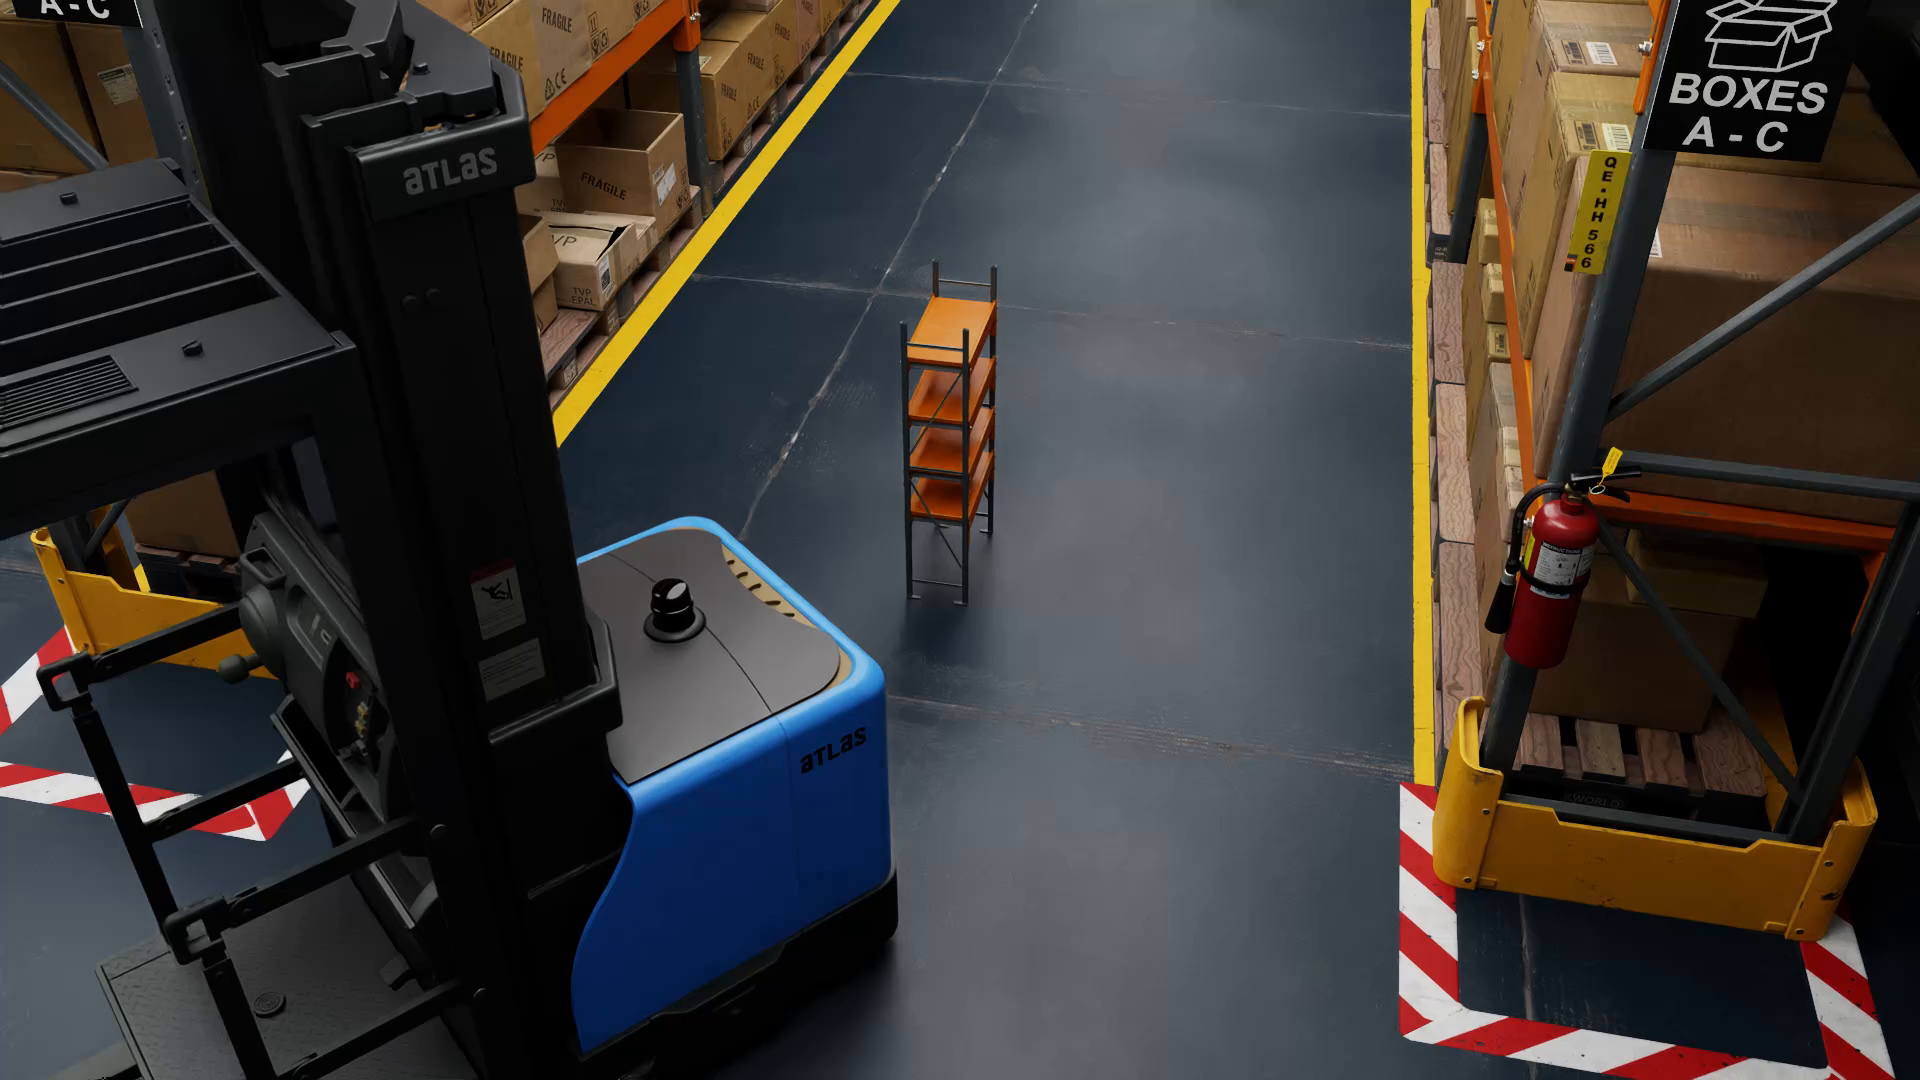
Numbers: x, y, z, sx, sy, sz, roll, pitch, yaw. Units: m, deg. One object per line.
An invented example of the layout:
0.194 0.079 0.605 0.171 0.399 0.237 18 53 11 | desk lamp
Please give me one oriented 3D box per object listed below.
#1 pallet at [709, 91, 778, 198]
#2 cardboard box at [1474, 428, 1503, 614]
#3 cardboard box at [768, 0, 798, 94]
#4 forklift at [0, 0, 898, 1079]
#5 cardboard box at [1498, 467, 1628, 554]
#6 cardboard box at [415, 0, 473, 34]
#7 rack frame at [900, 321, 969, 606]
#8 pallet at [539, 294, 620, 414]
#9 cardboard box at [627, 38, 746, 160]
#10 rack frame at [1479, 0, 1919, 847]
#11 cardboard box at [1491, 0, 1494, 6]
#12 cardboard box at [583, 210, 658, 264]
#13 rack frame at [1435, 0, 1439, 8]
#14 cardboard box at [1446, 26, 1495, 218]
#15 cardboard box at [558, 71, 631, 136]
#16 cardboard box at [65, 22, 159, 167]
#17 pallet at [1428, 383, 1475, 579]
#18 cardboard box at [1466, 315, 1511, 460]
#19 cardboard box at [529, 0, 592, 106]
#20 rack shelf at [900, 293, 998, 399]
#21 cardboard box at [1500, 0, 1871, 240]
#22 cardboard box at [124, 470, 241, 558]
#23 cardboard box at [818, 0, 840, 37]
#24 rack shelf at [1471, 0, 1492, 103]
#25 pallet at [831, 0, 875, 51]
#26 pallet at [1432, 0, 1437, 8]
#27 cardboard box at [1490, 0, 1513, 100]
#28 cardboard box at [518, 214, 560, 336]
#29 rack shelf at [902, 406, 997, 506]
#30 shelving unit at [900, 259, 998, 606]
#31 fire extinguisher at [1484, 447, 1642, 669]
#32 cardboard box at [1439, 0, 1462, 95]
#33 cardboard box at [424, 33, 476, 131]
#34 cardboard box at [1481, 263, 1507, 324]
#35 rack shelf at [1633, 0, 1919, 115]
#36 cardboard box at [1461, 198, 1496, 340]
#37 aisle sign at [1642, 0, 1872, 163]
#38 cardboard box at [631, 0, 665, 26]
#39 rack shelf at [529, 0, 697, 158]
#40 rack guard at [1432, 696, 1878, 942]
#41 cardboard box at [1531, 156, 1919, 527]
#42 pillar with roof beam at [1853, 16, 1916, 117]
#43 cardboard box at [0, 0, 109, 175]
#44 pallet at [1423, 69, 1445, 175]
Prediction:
-1.740 -2.422 9.912 1.003 0.211 1.213 7 37 10 | pallet
2.268 -0.027 6.003 0.700 0.500 0.500 7 37 10 | cardboard box
-1.318 -3.086 10.207 0.500 0.500 0.500 8 37 11 | cardboard box
-1.661 0.341 3.782 3.031 2.935 1.130 -25 43 -30 | forklift
2.011 -0.099 5.550 0.380 0.149 0.250 7 37 9 | cardboard box
-2.162 -2.041 6.072 0.500 0.500 0.500 8 37 11 | cardboard box
-0.087 -0.251 6.074 0.240 1.200 0.015 7 37 10 | rack frame
-2.282 -0.856 7.751 1.003 0.211 1.213 7 37 10 | pallet
-1.535 -2.493 9.389 0.500 0.500 0.500 6 36 8 | cardboard box
2.109 -0.168 4.426 1.000 3.000 0.127 7 37 10 | rack frame
2.759 -2.597 7.975 0.380 0.149 0.250 8 37 10 | cardboard box
-1.742 -1.519 8.345 0.380 0.149 0.250 7 37 10 | cardboard box
3.818 -4.755 10.754 1.000 3.000 0.127 7 37 10 | rack frame
2.976 -2.150 8.635 0.750 0.750 0.750 8 37 11 | cardboard box
-2.051 -2.565 9.488 0.500 0.500 0.500 7 37 10 | cardboard box
-2.378 -1.454 5.263 0.500 0.500 0.500 8 37 11 | cardboard box
2.467 -0.205 6.853 1.003 0.211 1.213 7 37 10 | pallet
2.482 -0.622 6.824 0.700 0.500 0.500 8 37 11 | cardboard box
-1.949 -2.212 7.160 0.500 0.500 0.500 8 37 11 | cardboard box
-0.035 -0.709 6.036 0.258 0.148 0.480 7 37 10 | rack shelf
2.525 -1.438 5.922 0.980 0.700 0.700 6 36 8 | cardboard box
-2.855 -0.296 6.357 0.500 0.500 0.500 7 37 10 | cardboard box
-1.103 -3.677 11.023 0.500 0.500 0.500 6 36 8 | cardboard box
3.391 -3.317 9.383 1.077 0.370 4.000 7 37 10 | rack shelf
-1.218 -3.821 11.842 1.003 0.211 1.213 7 37 10 | pallet
3.987 -4.074 12.191 1.003 0.211 1.213 7 37 10 | pallet
2.832 -2.274 7.076 0.980 0.700 0.700 8 37 11 | cardboard box
-2.273 -1.170 7.561 0.797 0.503 0.637 7 37 10 | cardboard box
-0.035 -0.336 6.306 0.258 0.148 0.480 7 37 10 | rack shelf
-0.035 -0.391 6.267 0.258 1.200 0.503 7 37 10 | shelving unit
1.626 0.043 4.519 0.296 0.674 0.183 7 37 10 | fire extinguisher
3.340 -3.148 10.011 0.750 0.750 0.750 7 37 10 | cardboard box
-2.163 -1.633 6.362 0.500 0.500 0.500 7 37 10 | cardboard box
2.341 -0.994 6.784 0.380 0.149 0.250 6 36 9 | cardboard box
2.537 -2.238 5.339 1.077 0.370 4.000 7 37 10 | rack shelf
2.704 -1.204 7.627 0.700 0.500 0.500 8 37 11 | cardboard box
1.801 -1.217 3.658 0.394 0.787 0.004 7 37 10 | aisle sign
-1.732 -2.802 7.975 0.500 0.500 0.500 8 37 11 | cardboard box
-2.304 -1.642 7.073 1.077 0.370 4.000 7 37 10 | rack shelf
2.104 0.858 5.141 1.175 0.500 0.348 7 37 10 | rack guard
2.209 -0.583 4.743 0.980 0.700 0.700 9 37 12 | cardboard box
-0.546 -4.921 5.871 9.100 9.000 0.400 7 37 10 | pillar with roof beam
-2.904 -1.522 5.357 0.500 0.500 0.500 7 37 10 | cardboard box
3.313 -2.486 10.000 1.003 0.211 1.213 7 37 10 | pallet
